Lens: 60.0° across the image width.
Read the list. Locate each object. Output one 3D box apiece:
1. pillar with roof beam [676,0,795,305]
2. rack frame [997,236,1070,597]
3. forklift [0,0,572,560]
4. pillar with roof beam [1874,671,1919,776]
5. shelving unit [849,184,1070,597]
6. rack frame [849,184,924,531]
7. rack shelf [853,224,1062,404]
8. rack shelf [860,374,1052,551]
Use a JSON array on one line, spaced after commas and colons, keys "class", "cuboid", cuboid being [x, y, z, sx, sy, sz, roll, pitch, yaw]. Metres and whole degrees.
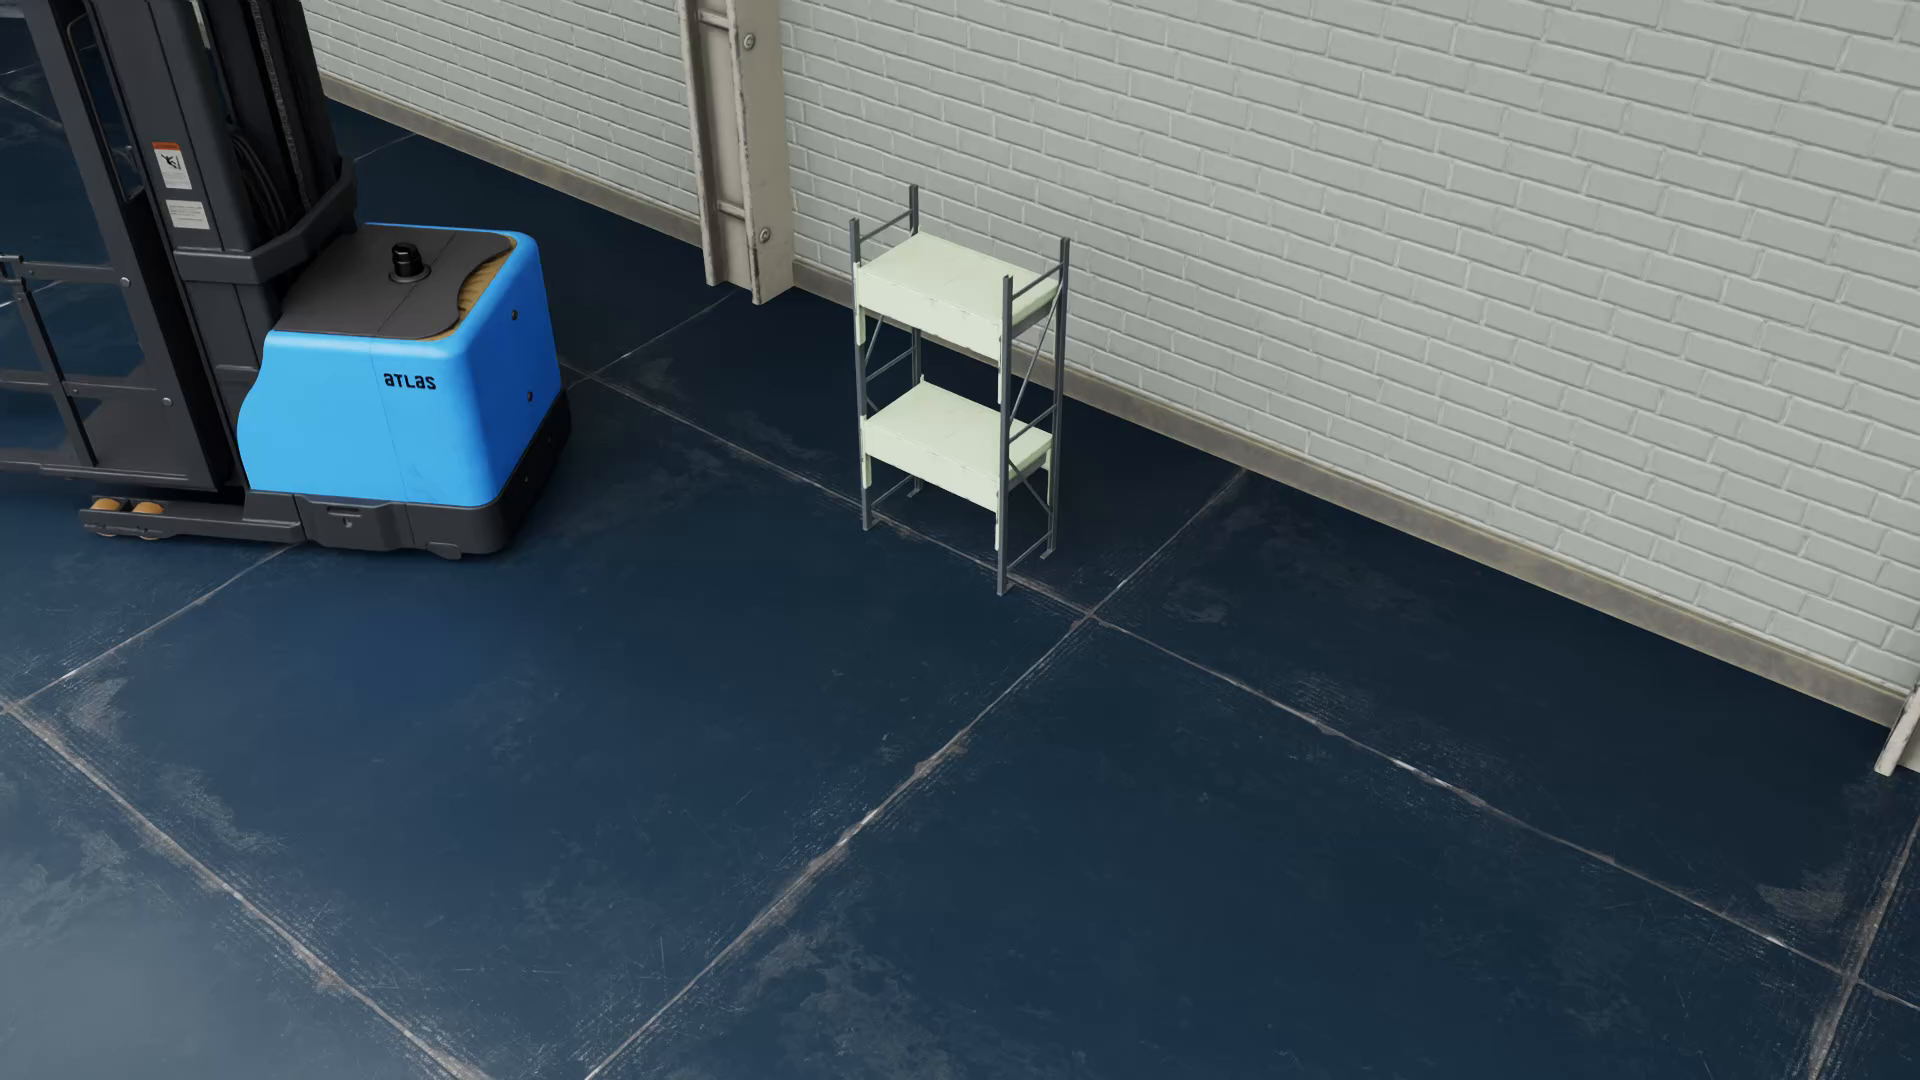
[{"class": "pillar with roof beam", "cuboid": [-3.746, -2.831, 3.566, 0.400, 9.000, 9.100, 25, 45, 29]}, {"class": "rack frame", "cuboid": [0.285, -0.456, 6.616, 0.023, 1.500, 0.400, 25, 45, 29]}, {"class": "forklift", "cuboid": [-3.375, -1.471, 6.751, 3.031, 2.935, 1.130, 5, 38, 6]}, {"class": "pillar with roof beam", "cuboid": [1.020, -0.584, 0.696, 0.400, 9.000, 9.100, 25, 45, 29]}, {"class": "shelving unit", "cuboid": [-0.005, -0.593, 6.791, 0.755, 1.500, 0.431, 25, 45, 29]}, {"class": "rack frame", "cuboid": [-0.296, -0.730, 6.966, 0.023, 1.500, 0.400, 25, 45, 29]}, {"class": "rack shelf", "cuboid": [-0.005, -0.900, 6.550, 0.720, 0.370, 0.431, 25, 45, 29]}, {"class": "rack shelf", "cuboid": [-0.005, -0.336, 6.992, 0.720, 0.370, 0.431, 25, 45, 29]}]
